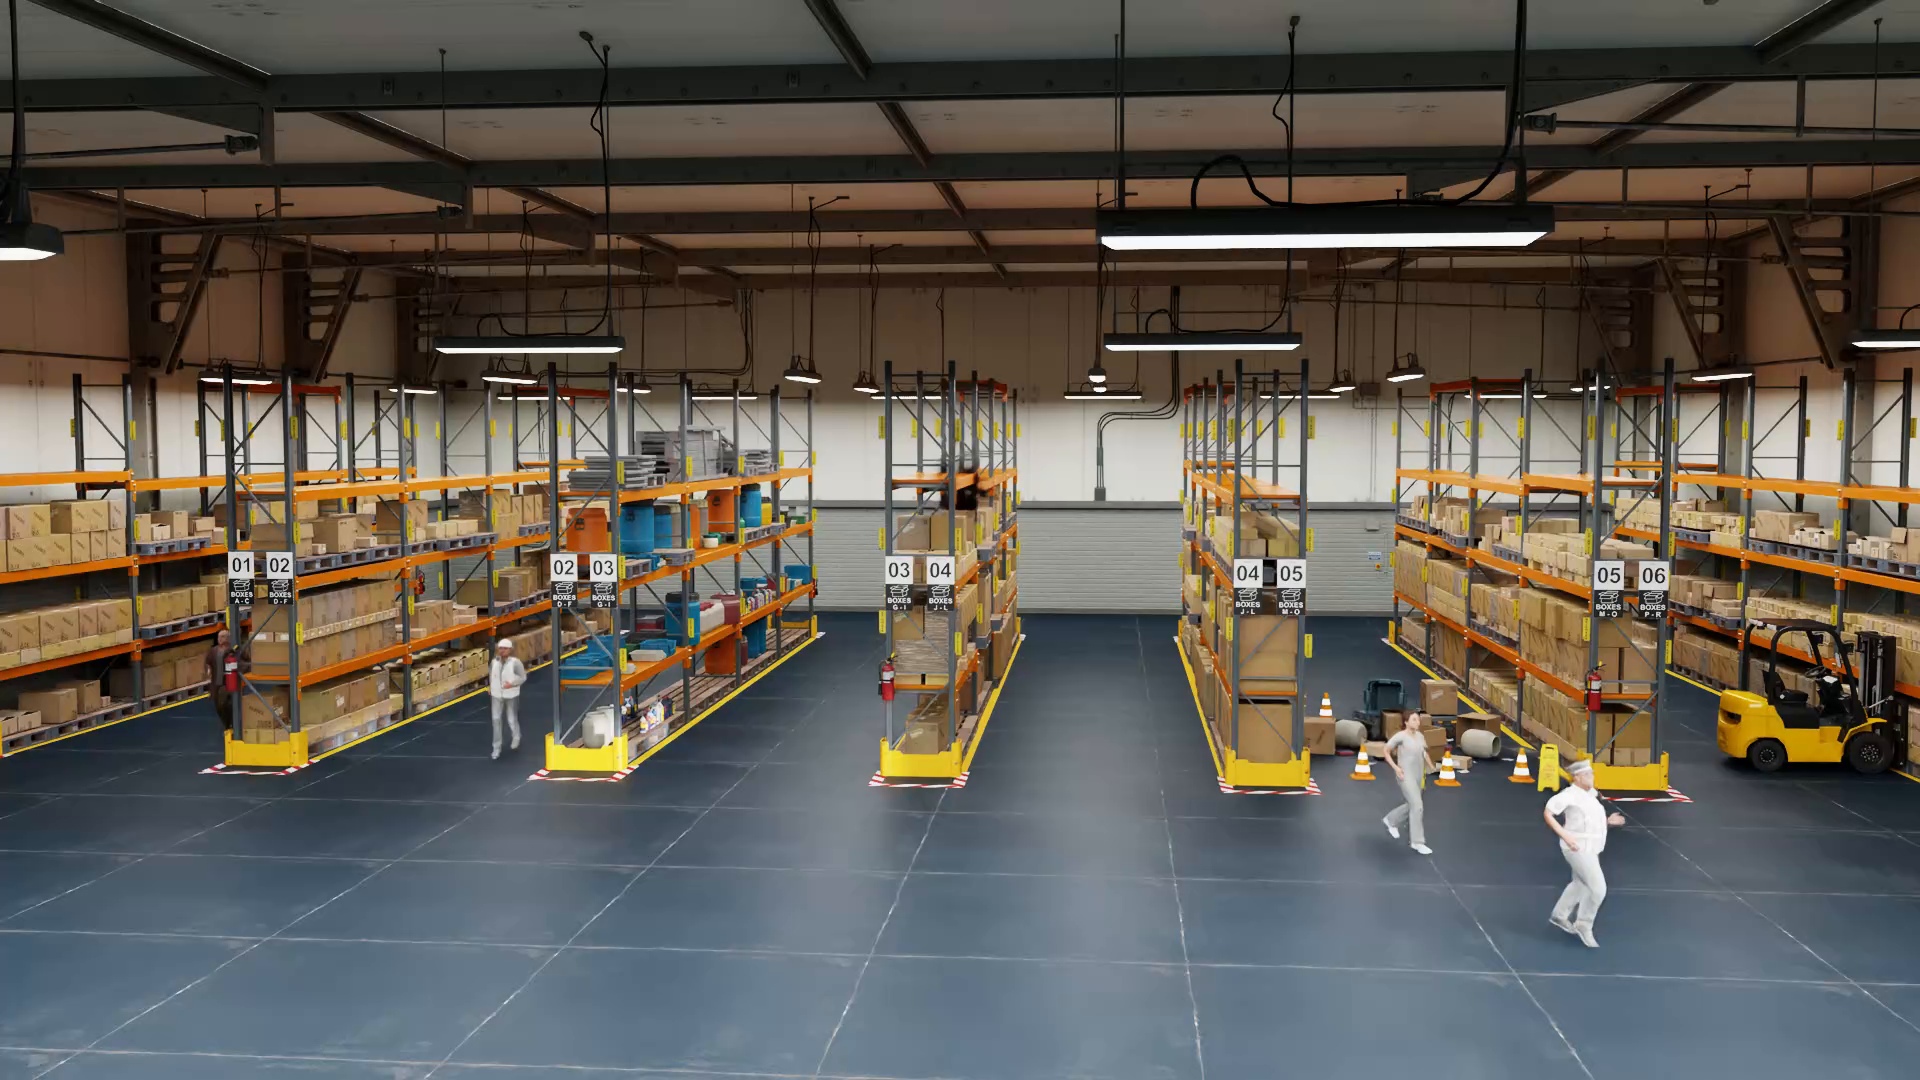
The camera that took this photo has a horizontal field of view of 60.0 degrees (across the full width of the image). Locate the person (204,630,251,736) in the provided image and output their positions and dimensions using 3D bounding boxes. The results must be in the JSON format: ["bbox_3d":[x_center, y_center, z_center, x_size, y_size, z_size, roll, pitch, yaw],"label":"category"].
[{"bbox_3d":[-11.991,2.342,27.071,0.689,1.743,0.681,1,4,8],"label":"person"}]

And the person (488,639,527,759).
[{"bbox_3d":[-6.992,2.409,25.632,0.656,1.788,0.916,0,4,2],"label":"person"}]

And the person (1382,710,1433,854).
[{"bbox_3d":[5.355,2.857,19.930,0.579,1.675,0.822,-2,4,-33],"label":"person"}]

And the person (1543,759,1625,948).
[{"bbox_3d":[6.113,3.063,16.278,0.725,1.834,0.637,3,5,43],"label":"person"}]
